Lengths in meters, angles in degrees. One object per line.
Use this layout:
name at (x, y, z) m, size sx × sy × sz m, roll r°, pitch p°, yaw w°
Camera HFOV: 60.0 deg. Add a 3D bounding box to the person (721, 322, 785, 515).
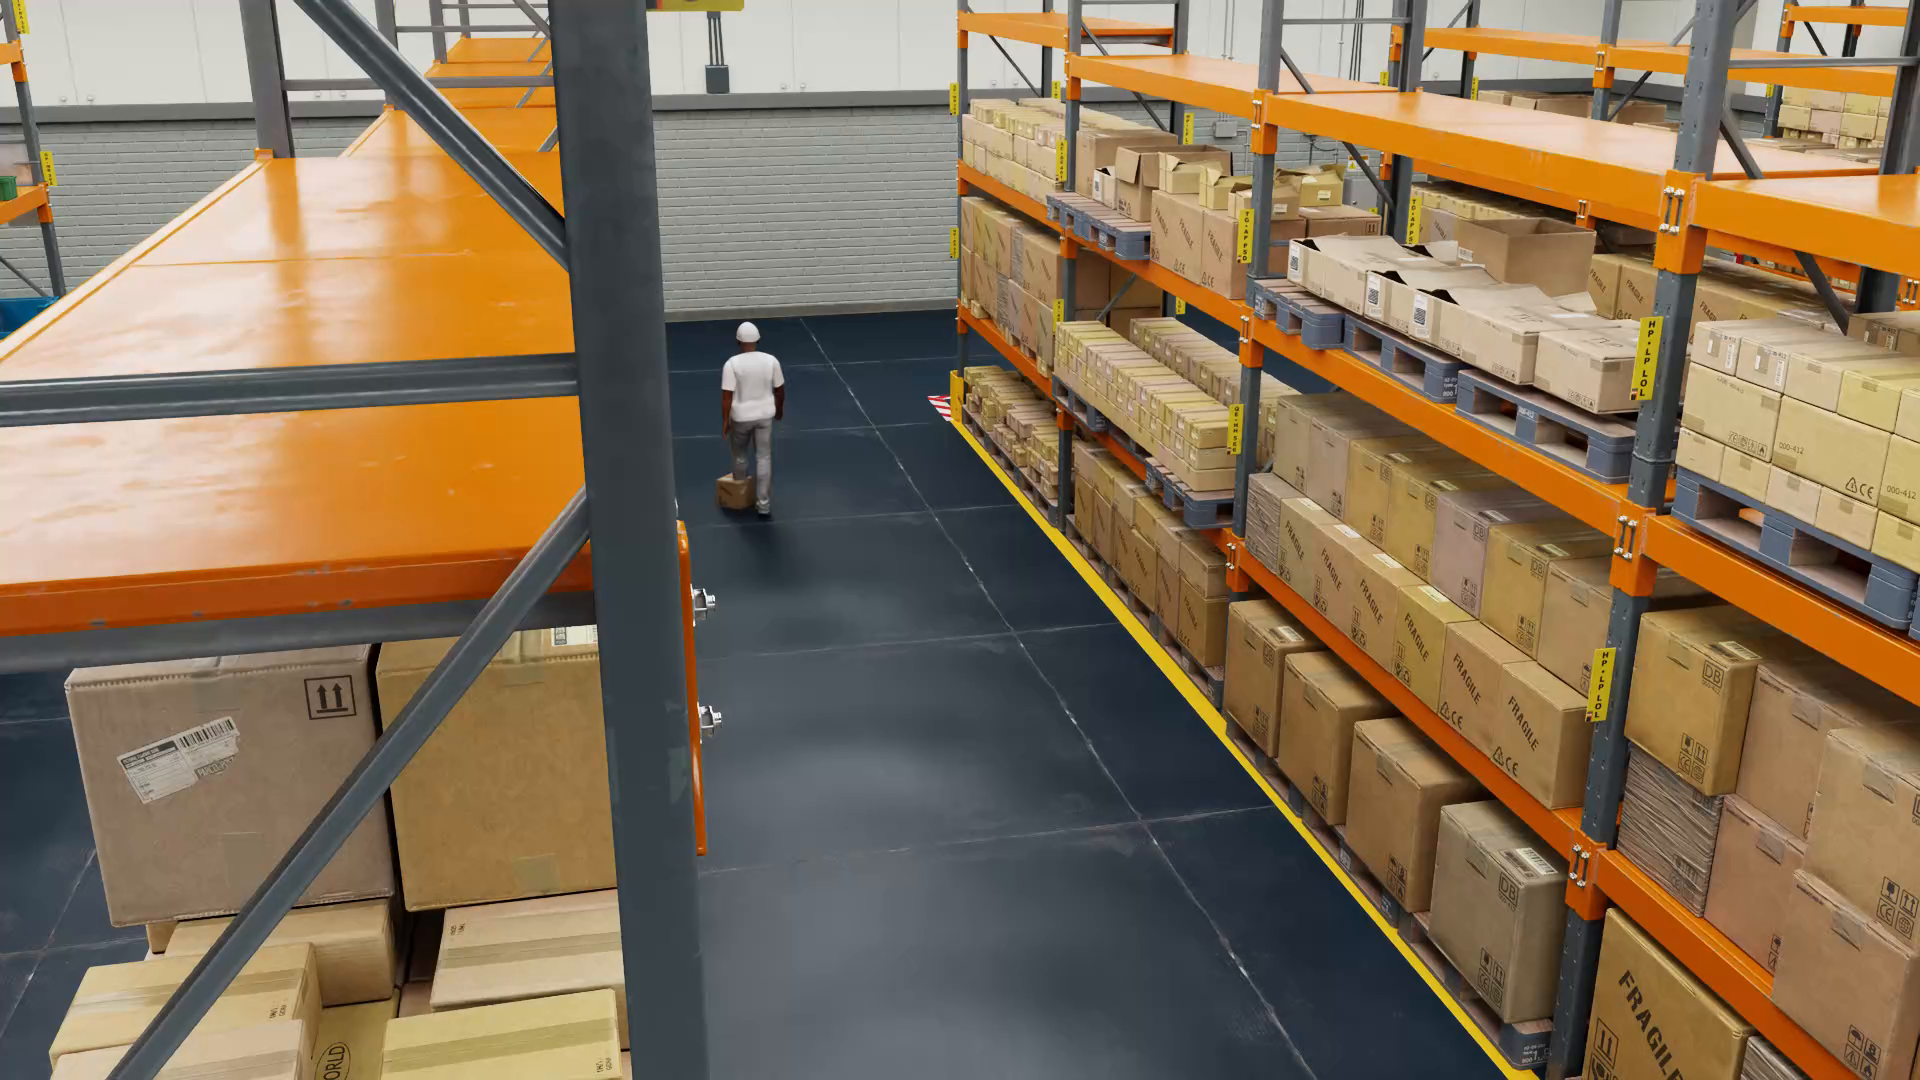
person at (-1.910, -1.159, 15.277) m, size 0.614 × 1.751 × 0.889 m, roll -5°, pitch 20°, yaw -14°
